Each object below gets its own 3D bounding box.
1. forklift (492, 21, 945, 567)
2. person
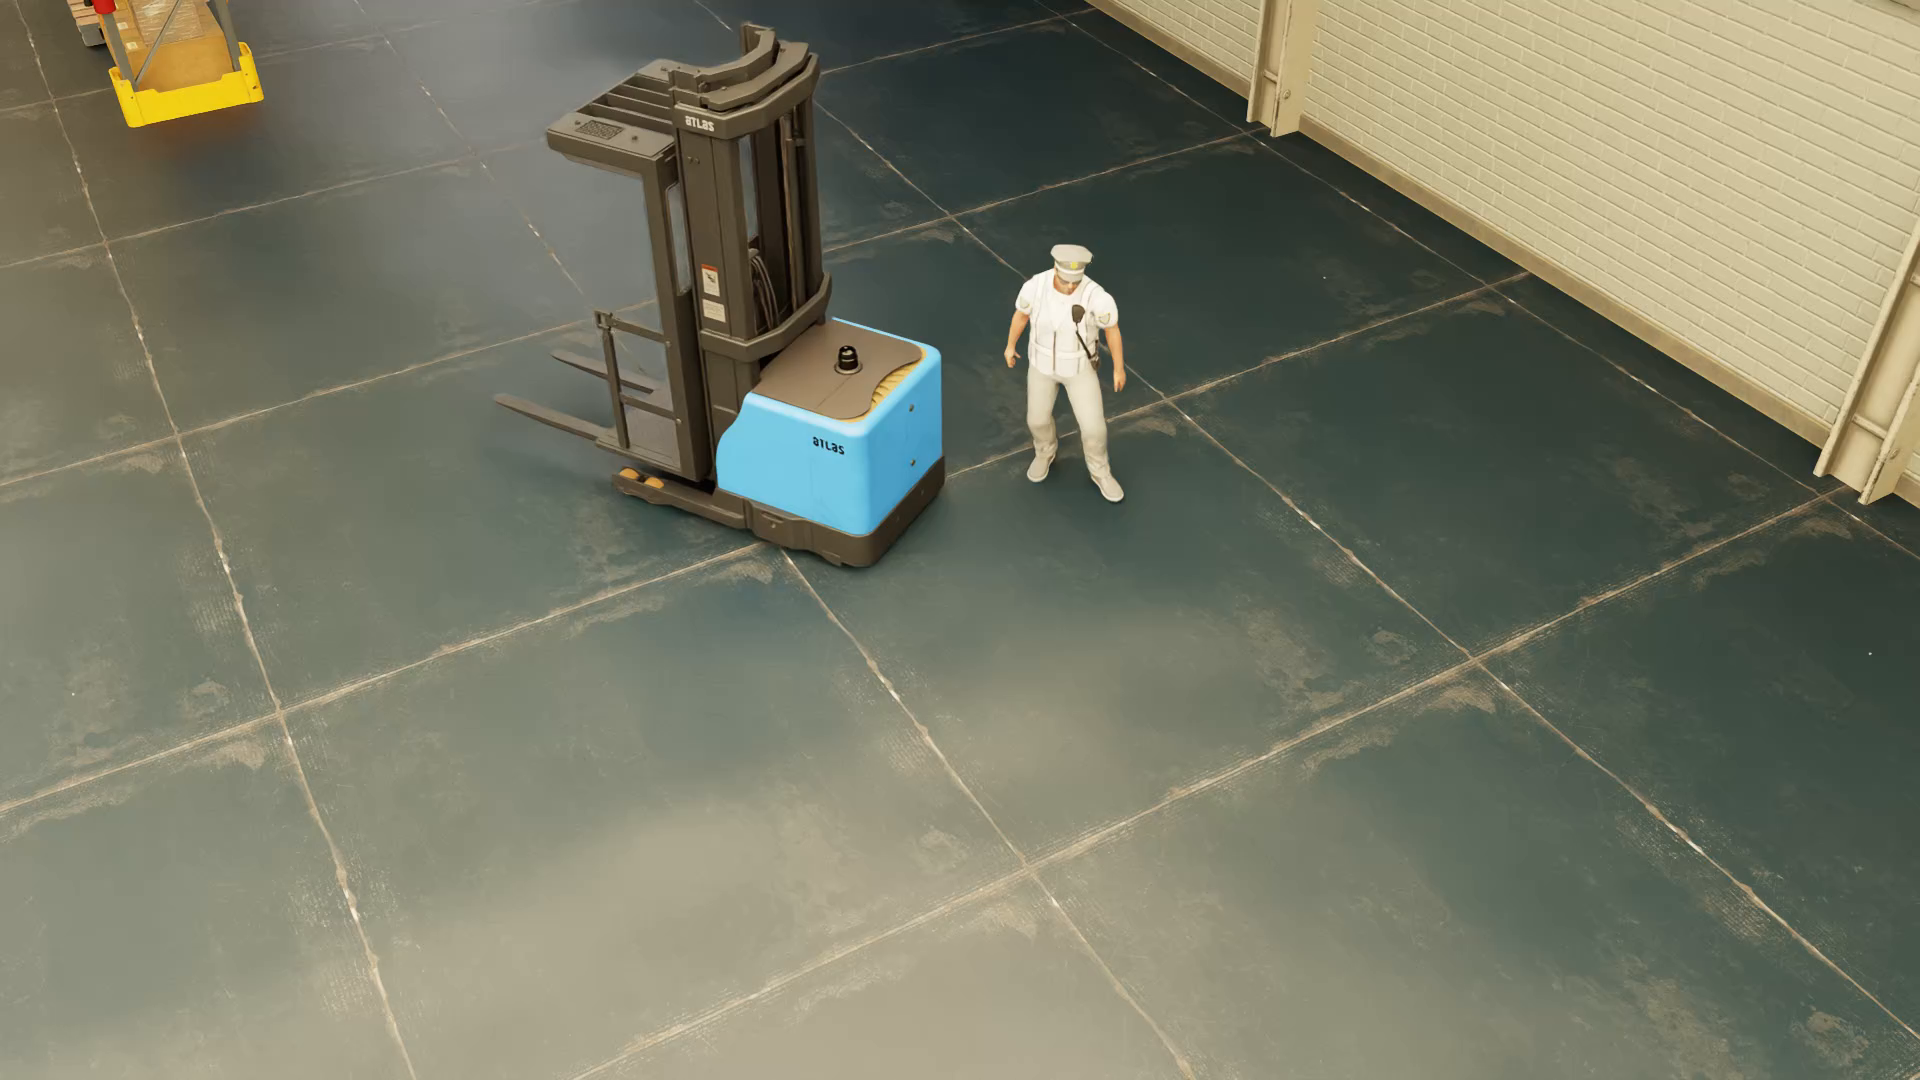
[{"bbox_3d":[-1.643,-1.636,10.008,3.031,2.935,1.130,19,43,21],"label":"forklift"},{"bbox_3d":[0.671,-1.083,10.298,0.868,1.720,0.425,11,41,13],"label":"person"}]
